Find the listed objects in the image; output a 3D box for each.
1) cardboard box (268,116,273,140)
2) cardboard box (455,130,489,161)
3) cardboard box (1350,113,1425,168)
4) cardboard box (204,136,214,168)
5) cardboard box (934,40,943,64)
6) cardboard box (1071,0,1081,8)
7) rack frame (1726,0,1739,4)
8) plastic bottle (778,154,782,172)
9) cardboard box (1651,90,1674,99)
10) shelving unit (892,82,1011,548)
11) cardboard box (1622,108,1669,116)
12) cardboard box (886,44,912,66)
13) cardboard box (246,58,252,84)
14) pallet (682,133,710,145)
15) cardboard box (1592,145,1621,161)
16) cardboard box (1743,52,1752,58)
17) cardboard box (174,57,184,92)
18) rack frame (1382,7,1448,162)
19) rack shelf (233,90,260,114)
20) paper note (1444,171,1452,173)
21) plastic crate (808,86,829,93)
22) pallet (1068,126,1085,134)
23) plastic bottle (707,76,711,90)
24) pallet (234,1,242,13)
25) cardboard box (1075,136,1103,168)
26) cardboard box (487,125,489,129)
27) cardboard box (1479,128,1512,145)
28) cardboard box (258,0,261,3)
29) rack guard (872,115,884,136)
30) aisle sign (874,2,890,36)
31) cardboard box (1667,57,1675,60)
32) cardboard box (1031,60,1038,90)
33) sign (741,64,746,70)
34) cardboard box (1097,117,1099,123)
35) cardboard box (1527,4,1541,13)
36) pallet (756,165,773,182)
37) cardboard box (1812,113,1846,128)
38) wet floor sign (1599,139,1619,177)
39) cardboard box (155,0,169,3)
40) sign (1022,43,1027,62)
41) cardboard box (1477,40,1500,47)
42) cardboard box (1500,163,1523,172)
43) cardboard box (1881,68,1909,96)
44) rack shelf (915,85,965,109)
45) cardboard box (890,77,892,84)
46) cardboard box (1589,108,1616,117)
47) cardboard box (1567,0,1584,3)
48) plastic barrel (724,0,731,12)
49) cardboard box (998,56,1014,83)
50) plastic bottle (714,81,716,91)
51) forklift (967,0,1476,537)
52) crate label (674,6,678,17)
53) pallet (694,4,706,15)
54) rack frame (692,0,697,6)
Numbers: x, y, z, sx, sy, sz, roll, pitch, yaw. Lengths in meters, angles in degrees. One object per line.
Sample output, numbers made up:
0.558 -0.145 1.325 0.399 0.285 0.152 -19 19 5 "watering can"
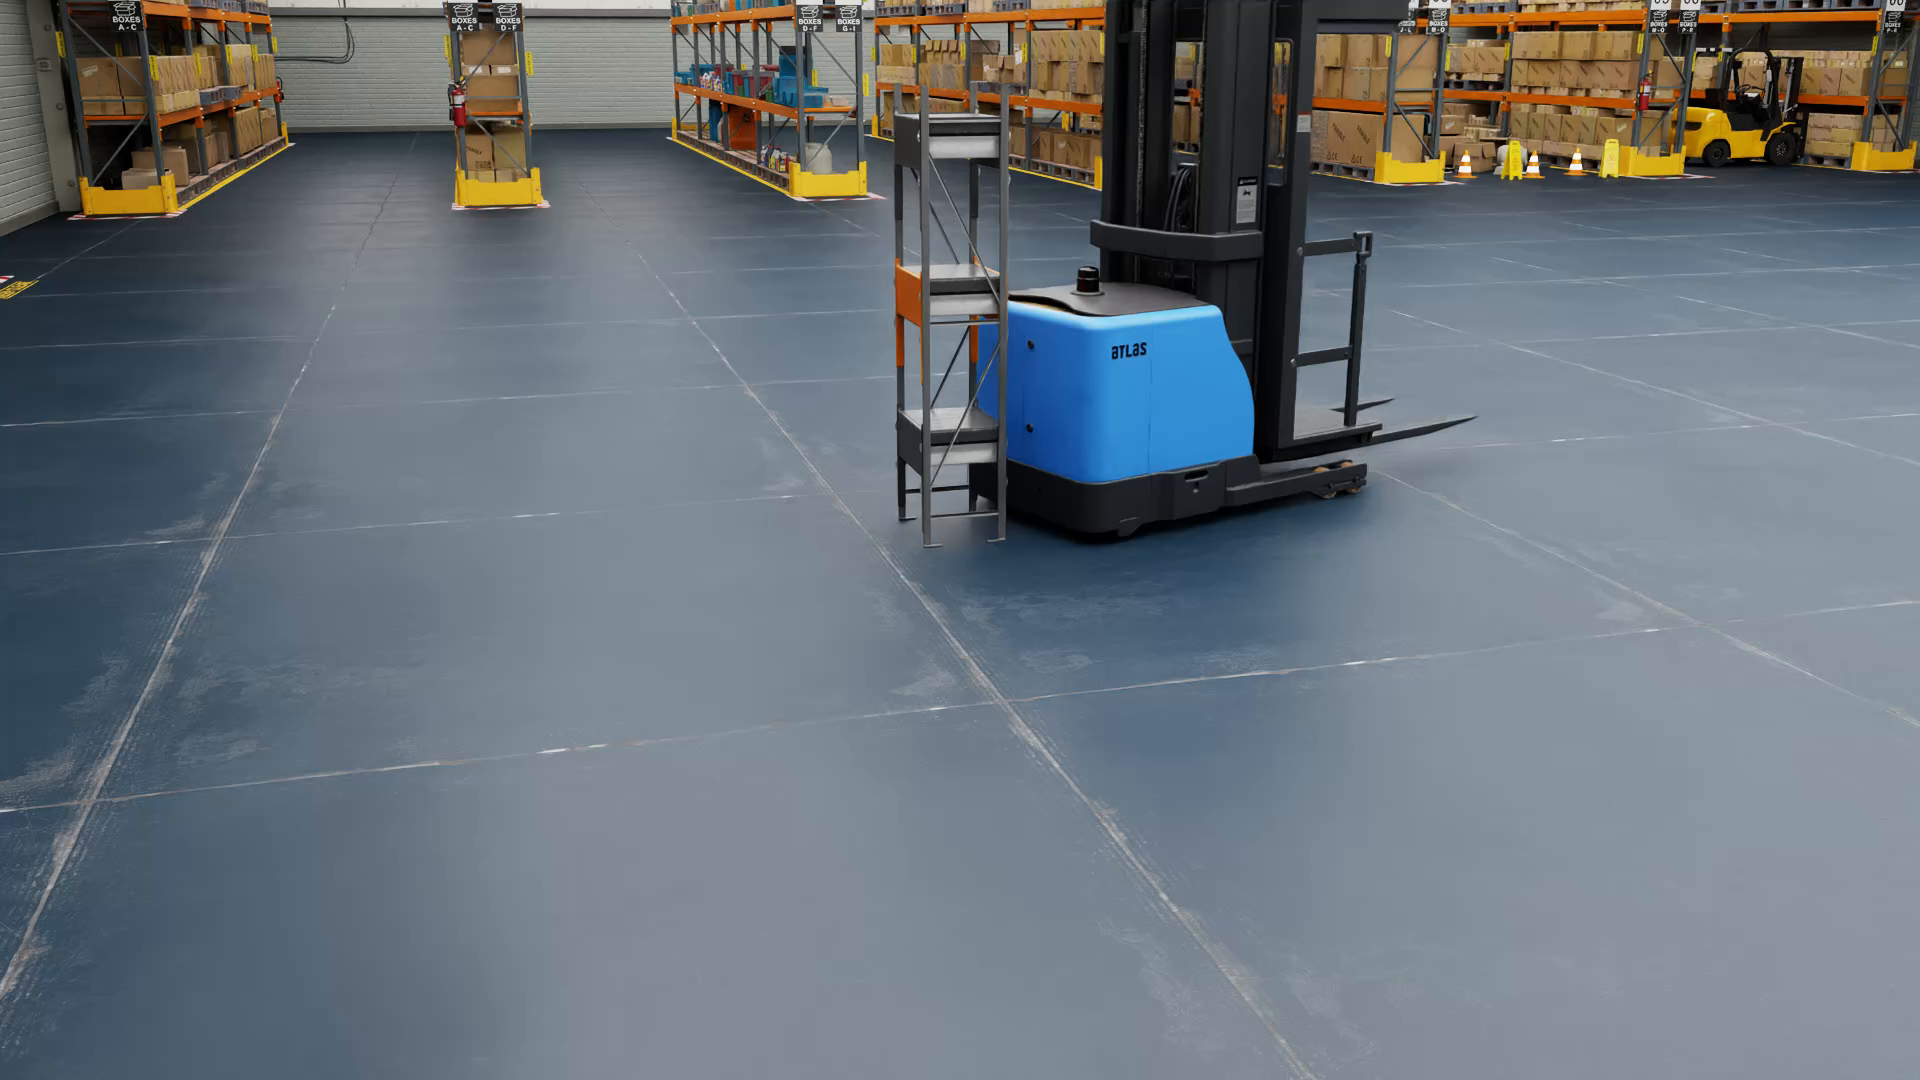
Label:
-15.327 -8.936 36.100 0.700 0.500 0.500 -5 18 -17 "cardboard box"
-7.456 -6.005 25.477 0.500 0.500 0.500 -5 17 -15 "cardboard box"
7.340 -6.874 28.585 0.875 0.875 0.875 -5 17 -15 "cardboard box"
-13.104 -6.575 28.206 0.700 0.500 0.500 -4 17 -15 "cardboard box"
-0.144 -10.625 36.191 0.797 0.503 0.637 -5 17 -15 "cardboard box"
2.143 -8.902 27.421 0.500 0.250 0.500 -4 17 -14 "cardboard box"
15.993 -12.300 33.259 1.000 3.000 0.127 -5 17 -15 "rack frame"
-2.945 -6.166 27.223 0.061 0.283 0.133 -4 17 -14 "plastic bottle"
12.427 -7.917 29.532 0.380 0.149 0.250 -5 17 -15 "cardboard box"
-0.045 -1.051 7.802 0.431 2.100 0.503 -5 17 -15 "shelving unit"
15.240 -9.244 36.909 0.875 0.625 0.625 -4 17 -13 "cardboard box"
-1.446 -11.564 39.676 0.500 0.500 0.500 -5 17 -17 "cardboard box"
-14.274 -9.240 32.774 0.500 0.500 0.500 -5 17 -15 "cardboard box"
-5.846 -9.275 38.461 1.003 0.211 1.213 -5 17 -15 "pallet"
11.834 -7.021 30.160 0.500 0.250 0.500 -5 17 -16 "cardboard box"
15.971 -9.753 33.388 0.380 0.149 0.250 -4 17 -14 "cardboard box"
-11.753 -6.845 24.446 0.500 0.500 0.500 -4 17 -14 "cardboard box"
7.590 -7.508 27.733 1.000 3.000 0.127 -5 17 -15 "rack frame"
-14.243 -8.391 31.922 1.077 0.370 4.000 -5 17 -15 "rack shelf"
8.802 -6.642 30.013 0.144 0.017 0.142 1 17 4 "paper note"
-2.504 -7.503 27.974 0.499 0.251 0.616 -5 17 -15 "plastic crate"
3.403 -10.350 42.040 1.003 0.211 1.213 -5 17 -15 "pallet"
-5.188 -9.534 34.692 0.152 0.276 0.135 -5 17 -15 "plastic bottle"
-14.494 -10.384 32.424 0.805 0.209 1.217 -5 18 -17 "pallet"
2.286 -6.659 28.522 0.500 0.500 0.500 -3 17 -10 "cardboard box"
-9.414 -7.828 32.379 0.500 0.500 0.500 -4 17 -13 "cardboard box"
11.075 -8.121 33.612 0.950 0.372 0.625 -4 17 -15 "cardboard box"
-15.144 -11.540 35.297 0.500 0.250 0.500 -5 18 -17 "cardboard box"
-1.611 -10.379 41.636 1.175 0.500 0.348 -5 17 -15 "rack guard"
-1.913 -12.811 40.868 0.394 0.787 0.004 -5 17 -15 "aisle sign"
15.306 -10.214 35.440 0.380 0.149 0.250 -5 17 -15 "cardboard box"
1.758 -8.311 29.716 0.875 0.500 0.500 -5 17 -15 "cardboard box"
-4.738 -10.247 36.370 0.100 0.325 0.005 -5 17 -15 "sign"
3.572 -10.313 40.780 0.380 0.149 0.250 -4 17 -13 "cardboard box"
11.087 -10.167 31.809 0.380 0.149 0.250 -5 17 -15 "cardboard box"
-2.924 -6.334 28.672 1.003 0.211 1.213 -5 17 -15 "pallet"
16.520 -7.927 31.441 0.500 0.250 0.500 -4 17 -14 "cardboard box"
11.345 -6.663 29.011 0.267 0.644 0.232 1 17 4 "wet floor sign"
-11.774 -8.017 24.003 0.500 0.500 0.500 -4 17 -12 "cardboard box"
1.161 -8.760 29.888 0.100 0.325 0.005 -5 17 -15 "sign"
10.676 -10.035 33.598 0.380 0.149 0.250 -5 17 -17 "cardboard box"
10.019 -6.765 30.214 0.380 0.149 0.250 4 17 13 "cardboard box"
17.224 -8.528 30.954 0.500 0.500 0.500 -4 17 -13 "cardboard box"
0.045 -9.565 35.833 1.077 0.370 4.000 -5 17 -15 "rack shelf"
-1.468 -10.970 39.693 0.380 0.149 0.250 -5 17 -16 "cardboard box"
11.685 -7.779 30.252 0.380 0.149 0.250 -4 17 -14 "cardboard box"
11.496 -9.977 30.481 0.500 0.250 0.500 -5 17 -15 "cardboard box"
-4.151 -10.398 31.267 0.600 0.901 0.600 0 17 0 "plastic barrel"
1.128 -8.973 31.701 0.797 0.503 0.637 -3 17 -10 "cardboard box"
-4.954 -9.234 33.824 0.097 0.201 0.097 0 17 0 "plastic bottle"
1.536 -1.728 8.611 3.031 2.935 1.130 -11 20 -33 "forklift"
-6.424 -12.263 38.606 0.408 0.251 0.502 -5 17 -15 "crate label"
-4.958 -11.209 35.167 1.213 0.211 1.003 -5 17 -15 "pallet"
-5.267 -12.945 35.404 1.000 3.000 0.127 -5 17 -15 "rack frame"
